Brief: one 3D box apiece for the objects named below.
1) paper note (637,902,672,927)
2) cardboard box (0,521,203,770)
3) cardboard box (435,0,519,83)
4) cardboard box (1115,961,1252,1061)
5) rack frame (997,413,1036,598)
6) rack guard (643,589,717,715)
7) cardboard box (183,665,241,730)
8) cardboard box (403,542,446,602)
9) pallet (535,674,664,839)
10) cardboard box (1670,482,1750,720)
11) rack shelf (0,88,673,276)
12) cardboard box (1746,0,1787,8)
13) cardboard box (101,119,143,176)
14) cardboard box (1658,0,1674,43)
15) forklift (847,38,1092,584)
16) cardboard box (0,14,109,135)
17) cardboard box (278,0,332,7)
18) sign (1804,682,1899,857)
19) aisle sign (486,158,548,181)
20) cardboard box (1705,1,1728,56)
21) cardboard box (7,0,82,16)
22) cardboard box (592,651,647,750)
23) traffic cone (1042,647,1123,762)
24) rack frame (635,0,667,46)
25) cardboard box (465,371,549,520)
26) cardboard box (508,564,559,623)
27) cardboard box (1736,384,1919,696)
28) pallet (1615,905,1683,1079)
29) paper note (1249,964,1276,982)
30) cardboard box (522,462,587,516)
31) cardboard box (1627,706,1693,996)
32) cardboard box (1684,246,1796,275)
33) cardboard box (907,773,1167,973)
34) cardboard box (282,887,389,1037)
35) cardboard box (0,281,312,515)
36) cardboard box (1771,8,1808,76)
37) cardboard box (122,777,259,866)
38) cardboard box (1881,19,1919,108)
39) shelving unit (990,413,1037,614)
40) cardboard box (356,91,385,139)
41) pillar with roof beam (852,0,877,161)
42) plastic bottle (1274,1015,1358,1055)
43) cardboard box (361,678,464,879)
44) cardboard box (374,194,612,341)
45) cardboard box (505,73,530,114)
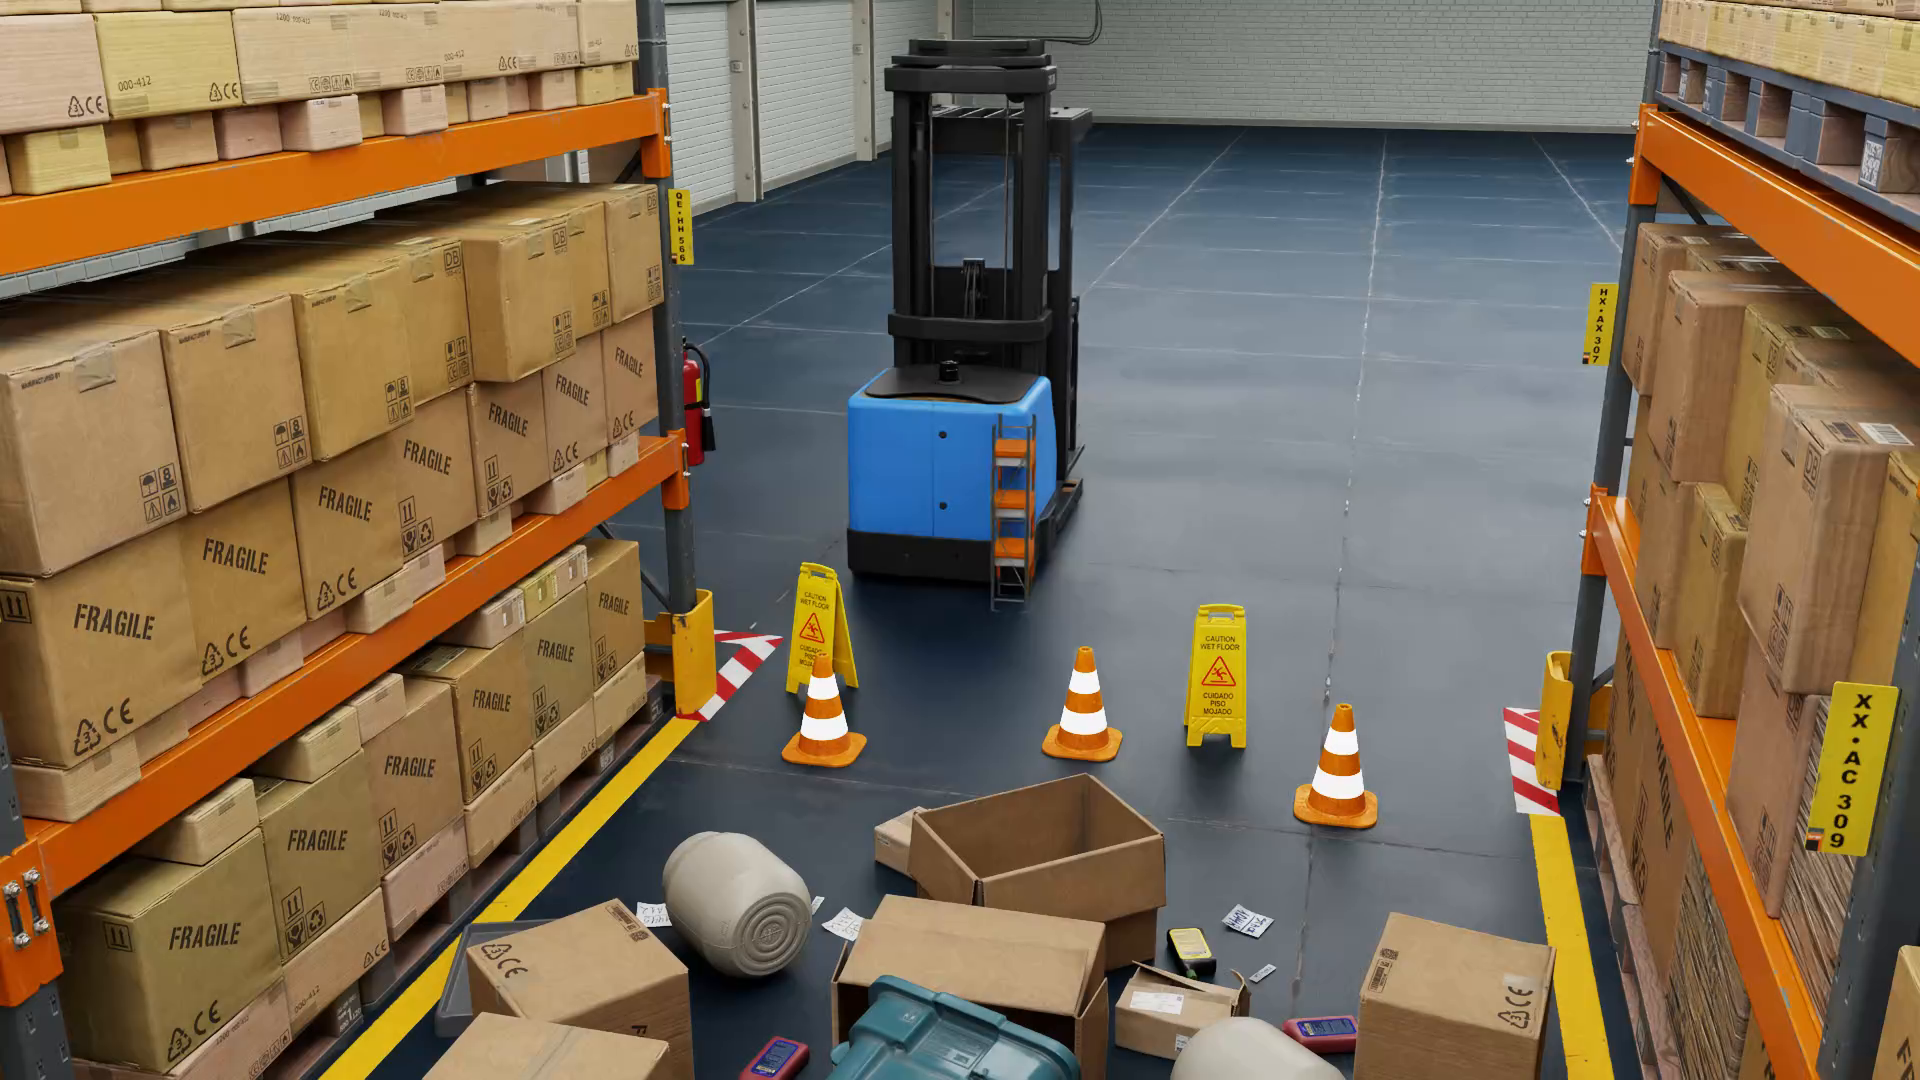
[{"bbox_3d":[-1.119,1.374,6.119,0.142,0.019,0.148,-2,19,-6],"label":"paper note"},{"bbox_3d":[-2.352,0.230,4.259,0.500,0.500,0.500,5,19,13],"label":"cardboard box"},{"bbox_3d":[-1.863,-1.707,5.676,0.500,0.250,0.500,5,20,15],"label":"cardboard box"},{"bbox_3d":[0.729,1.503,5.377,0.396,0.266,0.258,8,21,23],"label":"cardboard box"},{"bbox_3d":[0.307,-0.180,9.089,0.200,1.050,0.008,3,19,9],"label":"rack frame"},{"bbox_3d":[-1.771,0.487,7.989,1.175,0.500,0.348,5,19,13],"label":"rack guard"},{"bbox_3d":[-2.295,0.410,4.734,0.380,0.149,0.250,5,19,13],"label":"cardboard box"},{"bbox_3d":[-1.986,0.098,5.649,0.380,0.149,0.250,5,19,13],"label":"cardboard box"},{"bbox_3d":[-2.004,0.875,7.298,1.003,0.211,1.213,5,19,13],"label":"pallet"},{"bbox_3d":[2.564,0.197,4.737,0.875,0.550,0.500,5,19,13],"label":"cardboard box"},{"bbox_3d":[-2.241,-1.172,5.451,1.077,0.370,4.000,5,19,13],"label":"rack shelf"},{"bbox_3d":[2.336,-1.490,4.237,0.500,0.250,0.500,5,19,13],"label":"cardboard box"},{"bbox_3d":[-2.344,-1.009,4.249,0.380,0.149,0.250,5,19,13],"label":"cardboard box"},{"bbox_3d":[2.677,-1.825,5.834,0.380,0.149,0.250,5,19,14],"label":"cardboard box"},{"bbox_3d":[0.191,-1.583,10.287,1.130,2.935,3.031,4,19,12],"label":"forklift"},{"bbox_3d":[-2.357,-1.072,3.816,0.500,0.250,0.500,4,19,12],"label":"cardboard box"},{"bbox_3d":[-2.071,-1.630,4.832,0.380,0.149,0.250,4,19,13],"label":"cardboard box"},{"bbox_3d":[1.556,0.403,2.906,0.100,0.325,0.005,5,19,13],"label":"sign"},{"bbox_3d":[-2.038,-1.994,7.363,0.394,0.787,0.004,5,19,13],"label":"aisle sign"},{"bbox_3d":[2.431,-1.509,4.907,0.380,0.149,0.250,5,19,14],"label":"cardboard box"},{"bbox_3d":[-2.301,-1.301,3.870,0.380,0.149,0.250,5,20,15],"label":"cardboard box"},{"bbox_3d":[-1.695,0.665,7.205,0.500,0.250,0.500,5,19,13],"label":"cardboard box"},{"bbox_3d":[0.553,0.698,7.427,0.336,0.463,0.334,5,19,13],"label":"traffic cone"},{"bbox_3d":[-1.753,-3.559,6.685,1.000,3.000,0.127,5,19,13],"label":"rack frame"},{"bbox_3d":[-1.871,-0.403,6.112,0.500,0.500,0.500,5,19,13],"label":"cardboard box"},{"bbox_3d":[-1.785,0.191,6.427,0.380,0.149,0.250,5,19,14],"label":"cardboard box"},{"bbox_3d":[2.240,0.017,3.596,0.875,0.550,0.550,5,19,13],"label":"cardboard box"},{"bbox_3d":[2.652,1.597,5.186,1.003,0.211,1.213,5,19,13],"label":"pallet"},{"bbox_3d":[1.051,1.503,5.771,0.032,0.001,0.123,17,25,41],"label":"paper note"},{"bbox_3d":[-1.708,-0.217,6.571,0.380,0.149,0.250,5,19,14],"label":"cardboard box"},{"bbox_3d":[2.757,0.940,5.433,0.875,0.875,0.875,4,19,13],"label":"cardboard box"},{"bbox_3d":[2.899,-0.650,5.546,0.875,0.550,0.550,5,19,13],"label":"cardboard box"},{"bbox_3d":[0.273,1.212,5.861,0.797,0.503,0.637,-9,21,-24],"label":"cardboard box"},{"bbox_3d":[-2.204,1.304,5.332,0.500,0.250,0.500,6,20,16],"label":"cardboard box"},{"bbox_3d":[-2.266,-0.407,4.575,0.700,0.500,0.500,5,19,14],"label":"cardboard box"},{"bbox_3d":[2.183,-1.192,3.981,0.380,0.149,0.250,4,19,13],"label":"cardboard box"},{"bbox_3d":[-2.235,0.776,4.714,0.380,0.149,0.250,5,19,14],"label":"cardboard box"},{"bbox_3d":[1.935,-0.872,3.043,0.380,0.149,0.250,5,19,14],"label":"cardboard box"},{"bbox_3d":[0.287,-0.141,8.976,0.215,1.050,0.252,3,19,9],"label":"shelving unit"},{"bbox_3d":[-2.038,-1.329,5.186,0.380,0.149,0.250,5,19,14],"label":"cardboard box"},{"bbox_3d":[2.427,-10.985,28.427,9.100,9.000,0.400,5,19,13],"label":"pillar with roof beam"},{"bbox_3d":[1.155,1.607,5.388,0.283,0.061,0.133,-2,19,-6],"label":"plastic bottle"},{"bbox_3d":[-2.076,0.787,5.688,0.500,0.500,0.500,6,20,16],"label":"cardboard box"},{"bbox_3d":[-1.797,-1.046,6.447,0.700,0.500,0.500,5,19,14],"label":"cardboard box"},{"bbox_3d":[-1.822,-1.651,6.129,0.380,0.149,0.250,5,19,14],"label":"cardboard box"}]
